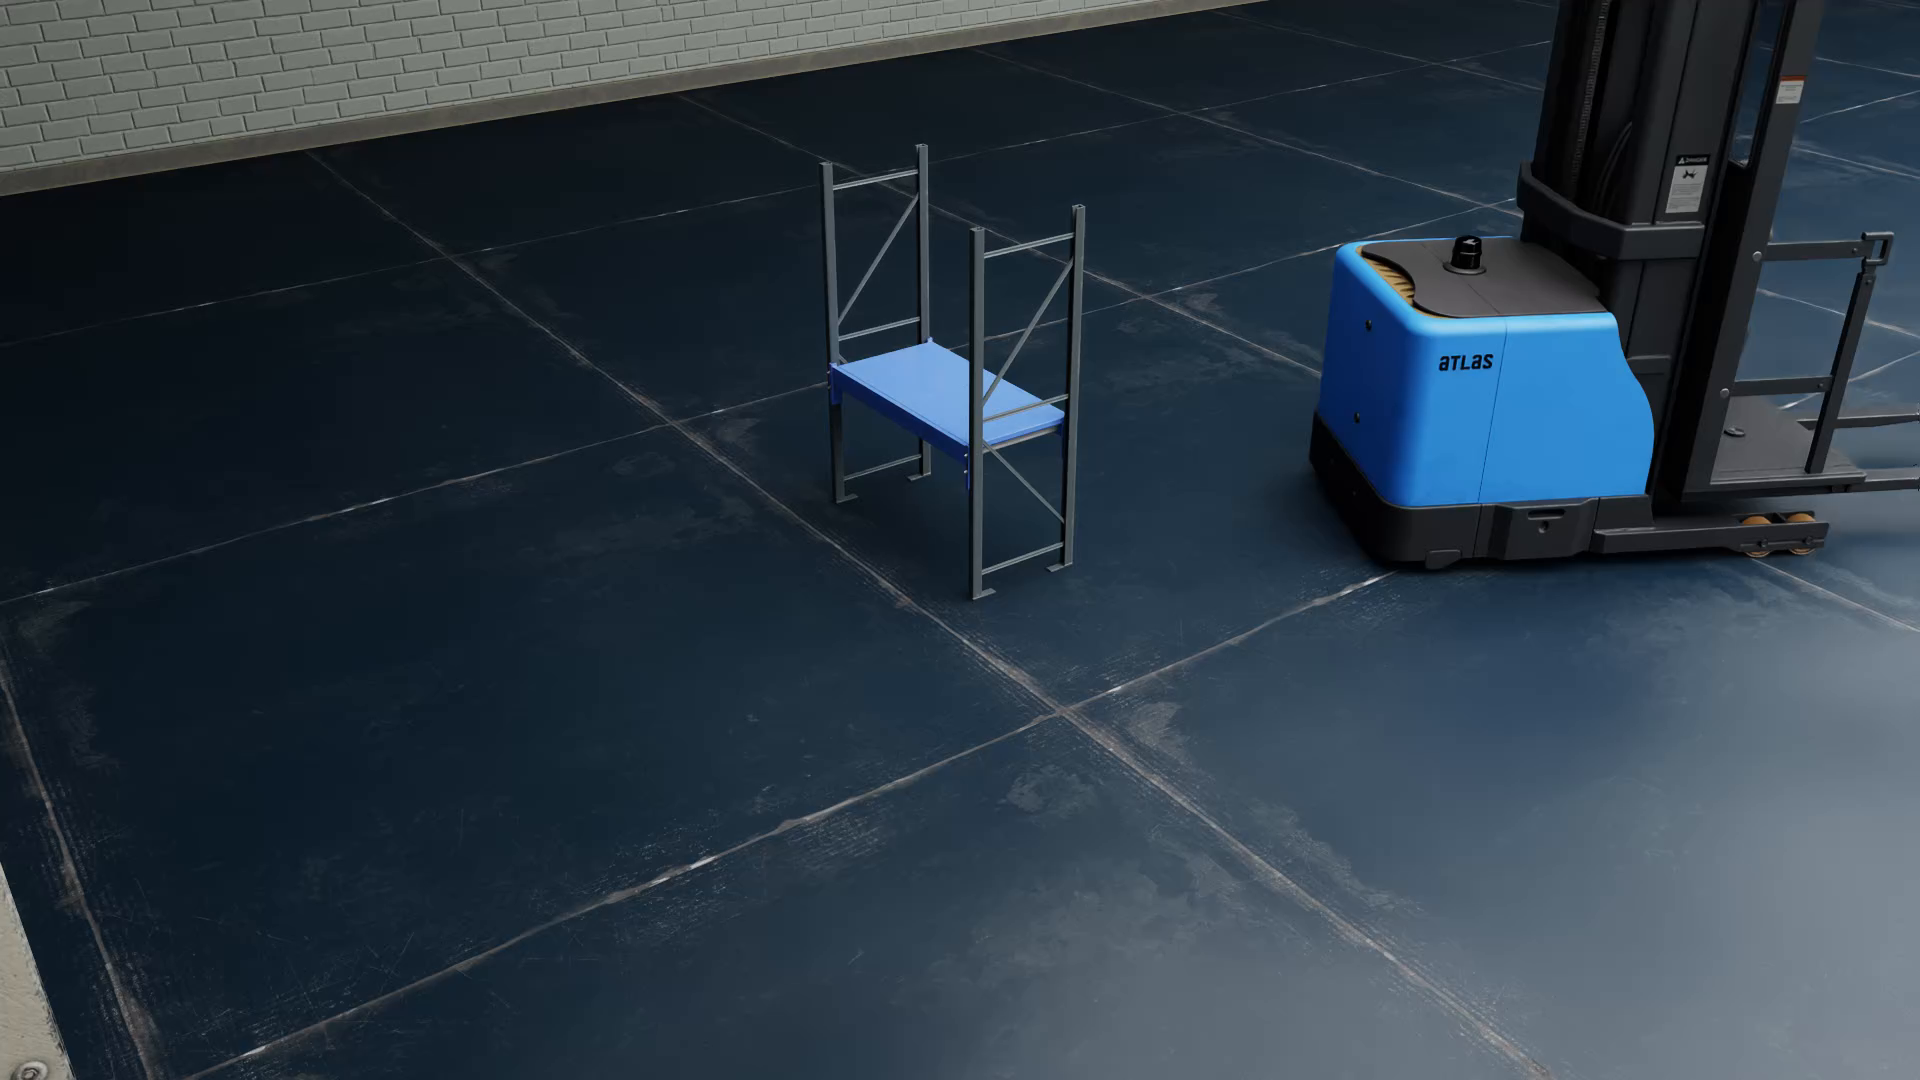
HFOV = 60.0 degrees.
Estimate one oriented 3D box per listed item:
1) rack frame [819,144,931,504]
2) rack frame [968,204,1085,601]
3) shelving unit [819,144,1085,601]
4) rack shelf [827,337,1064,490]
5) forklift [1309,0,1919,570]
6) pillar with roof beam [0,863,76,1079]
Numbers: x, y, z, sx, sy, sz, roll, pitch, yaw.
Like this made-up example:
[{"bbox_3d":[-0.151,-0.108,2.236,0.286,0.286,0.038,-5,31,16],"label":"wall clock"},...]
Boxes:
[{"bbox_3d":[-0.344,-0.890,7.034,0.500,1.500,0.032,-19,34,-31],"label":"rack frame"},{"bbox_3d":[0.245,-0.495,6.306,0.500,1.500,0.032,-19,34,-31],"label":"rack frame"},{"bbox_3d":[-0.049,-0.692,6.670,0.538,1.500,1.048,-19,34,-31],"label":"shelving unit"},{"bbox_3d":[-0.049,-0.534,6.756,0.538,0.185,1.000,-19,34,-31],"label":"rack shelf"},{"bbox_3d":[3.125,-1.464,6.592,3.031,2.935,1.130,-3,29,-6],"label":"forklift"},{"bbox_3d":[1.161,-3.622,4.207,9.100,9.000,0.400,-19,34,-31],"label":"pillar with roof beam"}]
